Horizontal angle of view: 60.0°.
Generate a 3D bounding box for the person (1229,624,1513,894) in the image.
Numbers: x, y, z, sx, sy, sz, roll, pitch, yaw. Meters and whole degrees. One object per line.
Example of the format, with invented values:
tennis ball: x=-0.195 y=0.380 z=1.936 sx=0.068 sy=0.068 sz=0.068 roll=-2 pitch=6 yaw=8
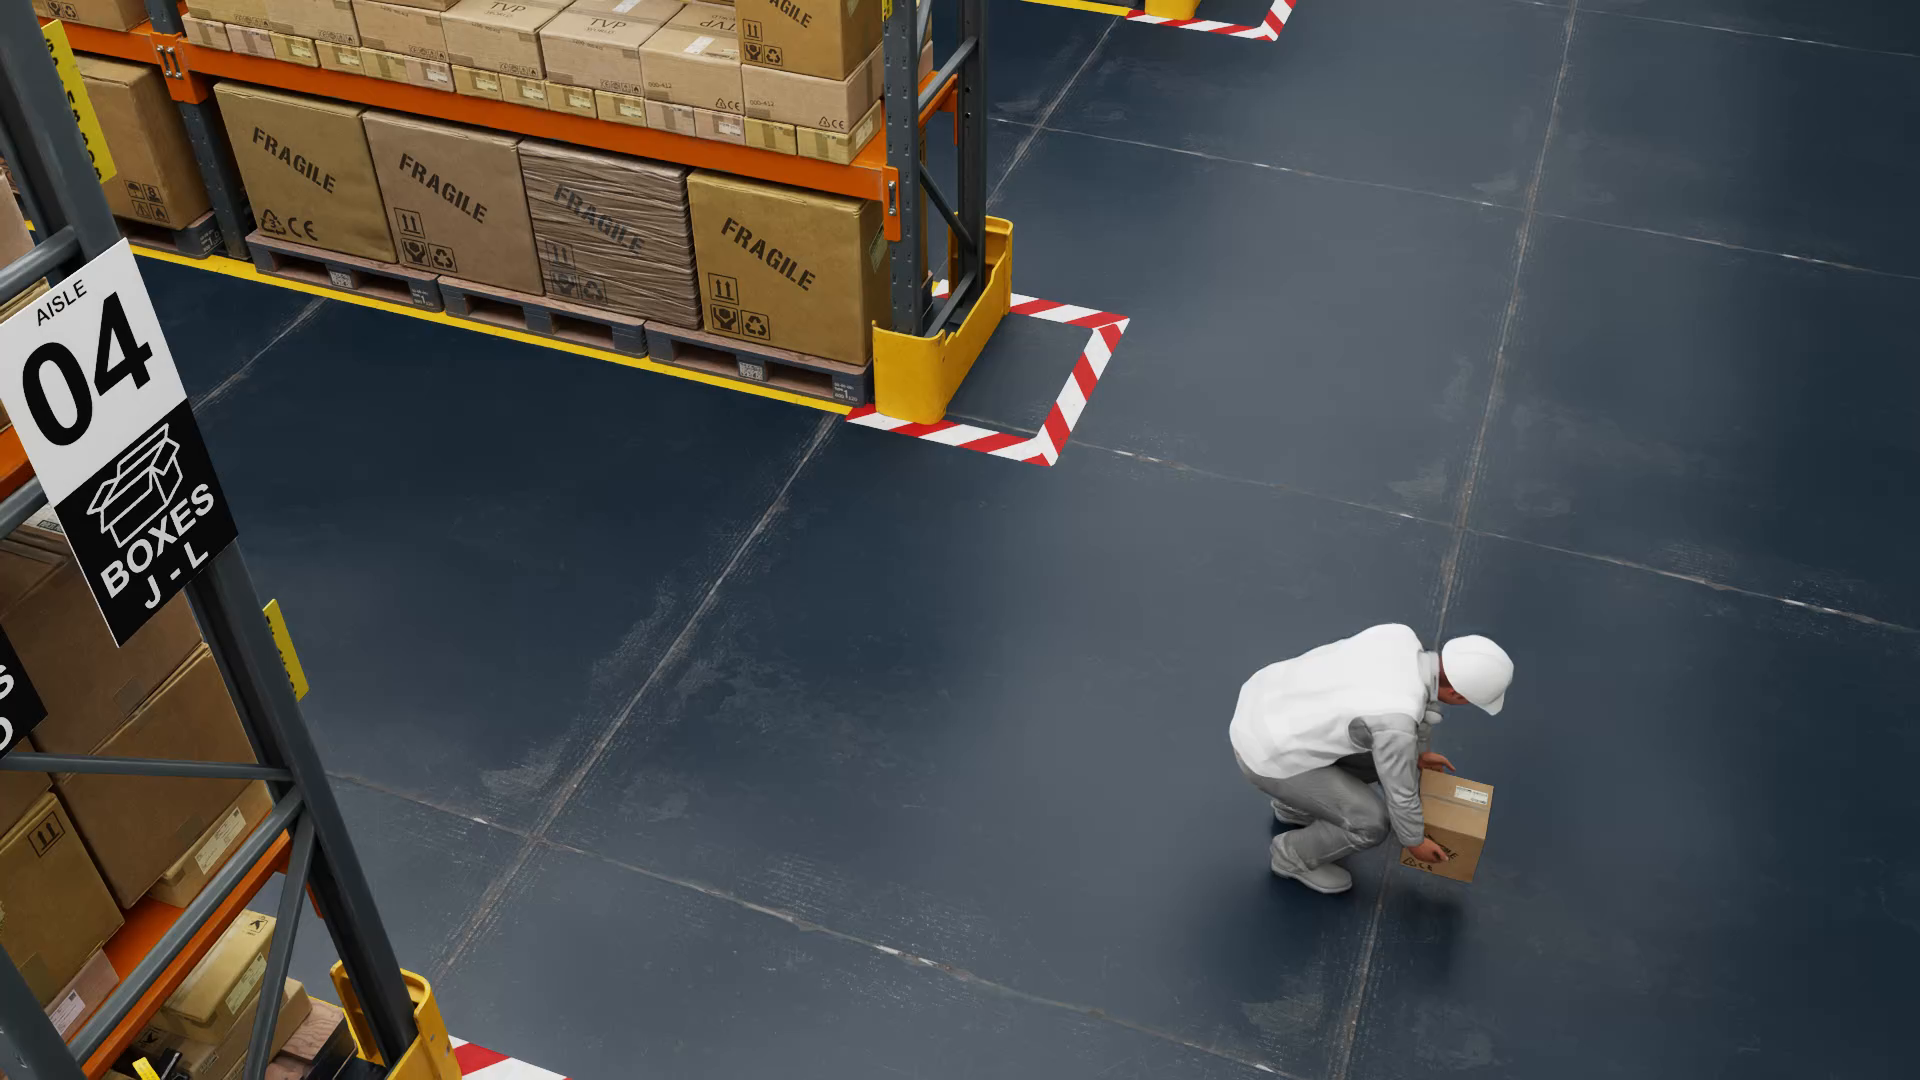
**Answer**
person: x=1.387 y=0.709 z=5.808 sx=0.862 sy=1.147 sz=0.560 roll=13 pitch=43 yaw=15
